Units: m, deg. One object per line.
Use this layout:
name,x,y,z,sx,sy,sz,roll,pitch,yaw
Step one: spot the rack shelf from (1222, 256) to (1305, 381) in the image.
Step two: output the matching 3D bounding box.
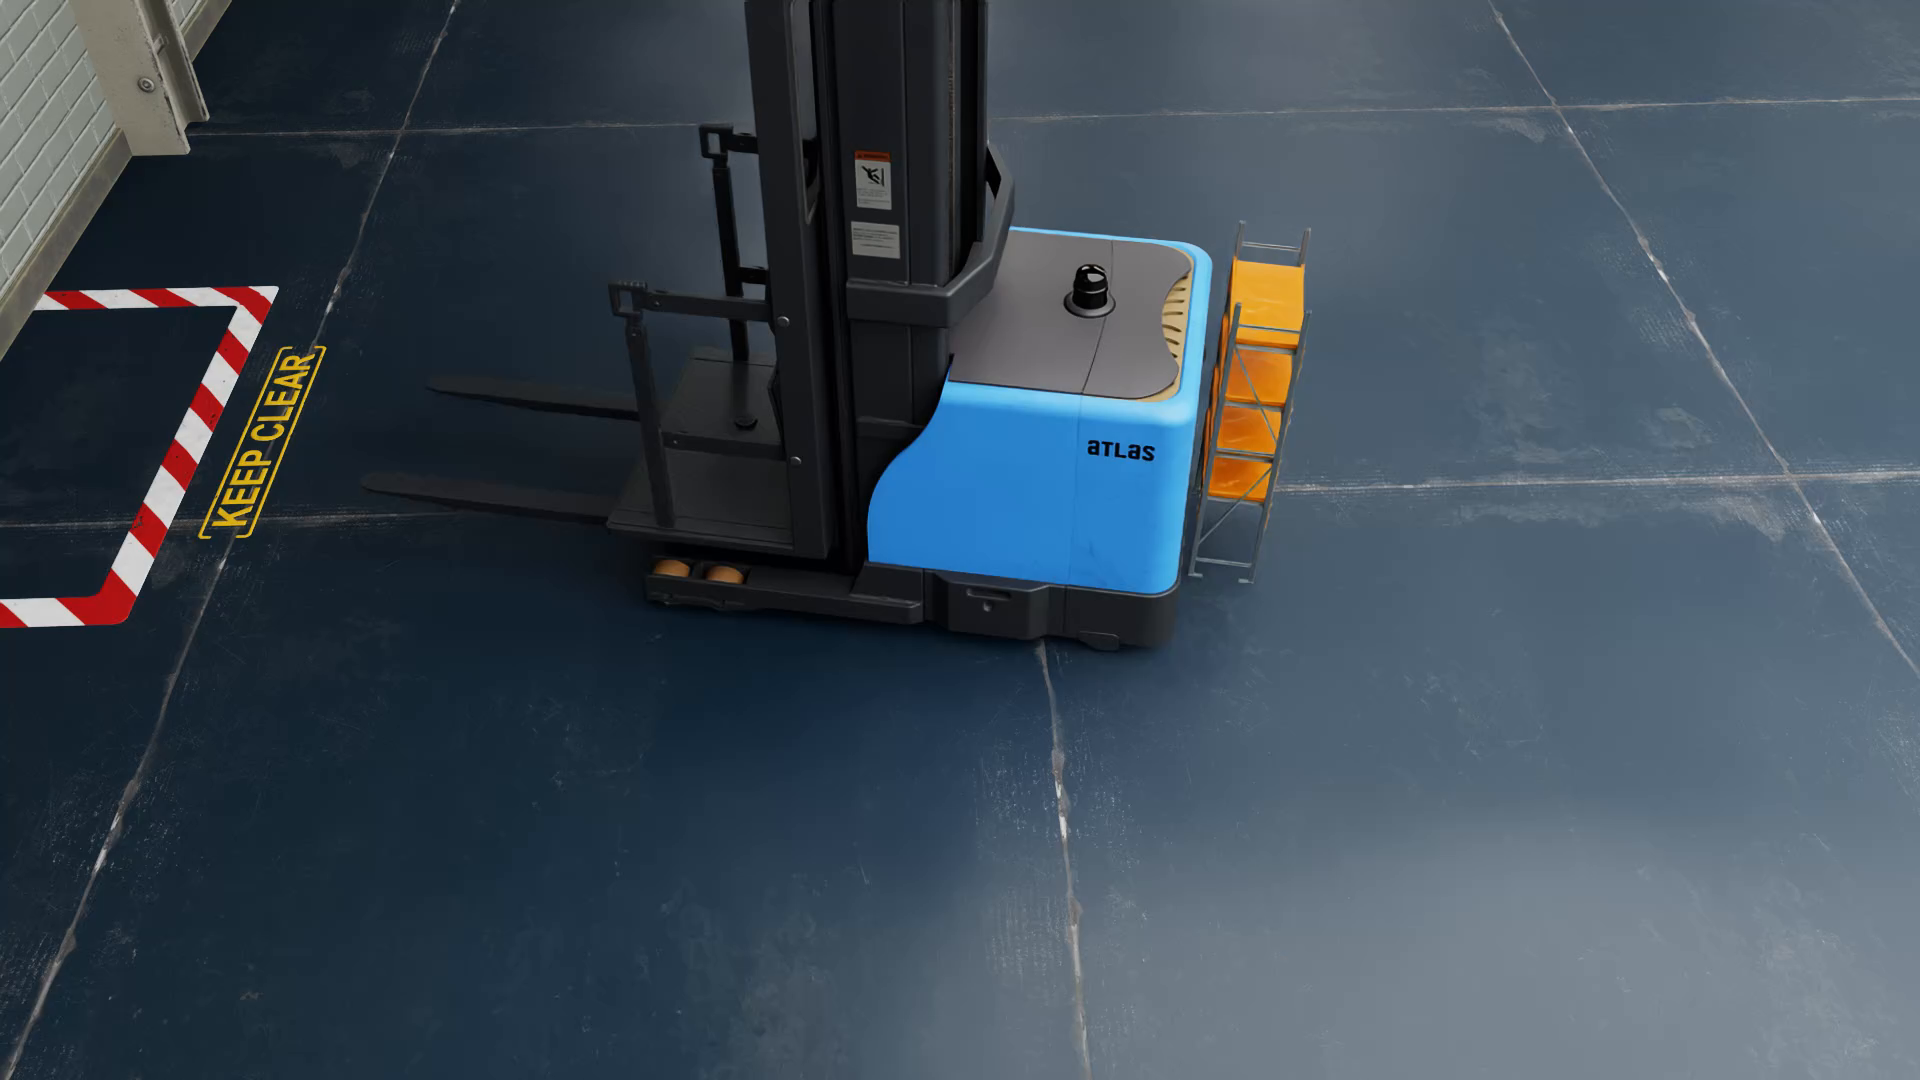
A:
rack shelf,1.024,-0.749,5.591,0.258,0.148,0.480,7,43,5

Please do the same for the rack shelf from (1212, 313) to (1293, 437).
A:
rack shelf,1.016,-0.576,5.752,0.258,0.148,0.480,7,43,5

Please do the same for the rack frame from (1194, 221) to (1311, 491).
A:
rack frame,1.047,-0.624,6.036,0.240,1.200,0.015,7,43,5

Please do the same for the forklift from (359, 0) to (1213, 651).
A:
forklift,-0.675,-1.170,5.357,3.031,2.935,1.130,7,43,7

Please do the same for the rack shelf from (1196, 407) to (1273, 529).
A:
rack shelf,1.001,-0.266,6.039,0.258,0.148,0.480,7,43,5

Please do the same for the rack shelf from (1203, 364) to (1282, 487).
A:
rack shelf,1.008,-0.412,5.904,0.258,0.148,0.480,7,43,5

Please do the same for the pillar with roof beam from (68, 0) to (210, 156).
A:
pillar with roof beam,0.250,-5.512,5.603,9.100,9.000,0.400,-2,43,-2

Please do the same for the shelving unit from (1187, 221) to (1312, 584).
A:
shelving unit,1.010,-0.461,5.858,0.258,1.200,0.503,7,43,5

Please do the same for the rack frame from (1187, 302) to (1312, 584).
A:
rack frame,0.974,-0.298,5.680,0.240,1.200,0.015,7,43,5
